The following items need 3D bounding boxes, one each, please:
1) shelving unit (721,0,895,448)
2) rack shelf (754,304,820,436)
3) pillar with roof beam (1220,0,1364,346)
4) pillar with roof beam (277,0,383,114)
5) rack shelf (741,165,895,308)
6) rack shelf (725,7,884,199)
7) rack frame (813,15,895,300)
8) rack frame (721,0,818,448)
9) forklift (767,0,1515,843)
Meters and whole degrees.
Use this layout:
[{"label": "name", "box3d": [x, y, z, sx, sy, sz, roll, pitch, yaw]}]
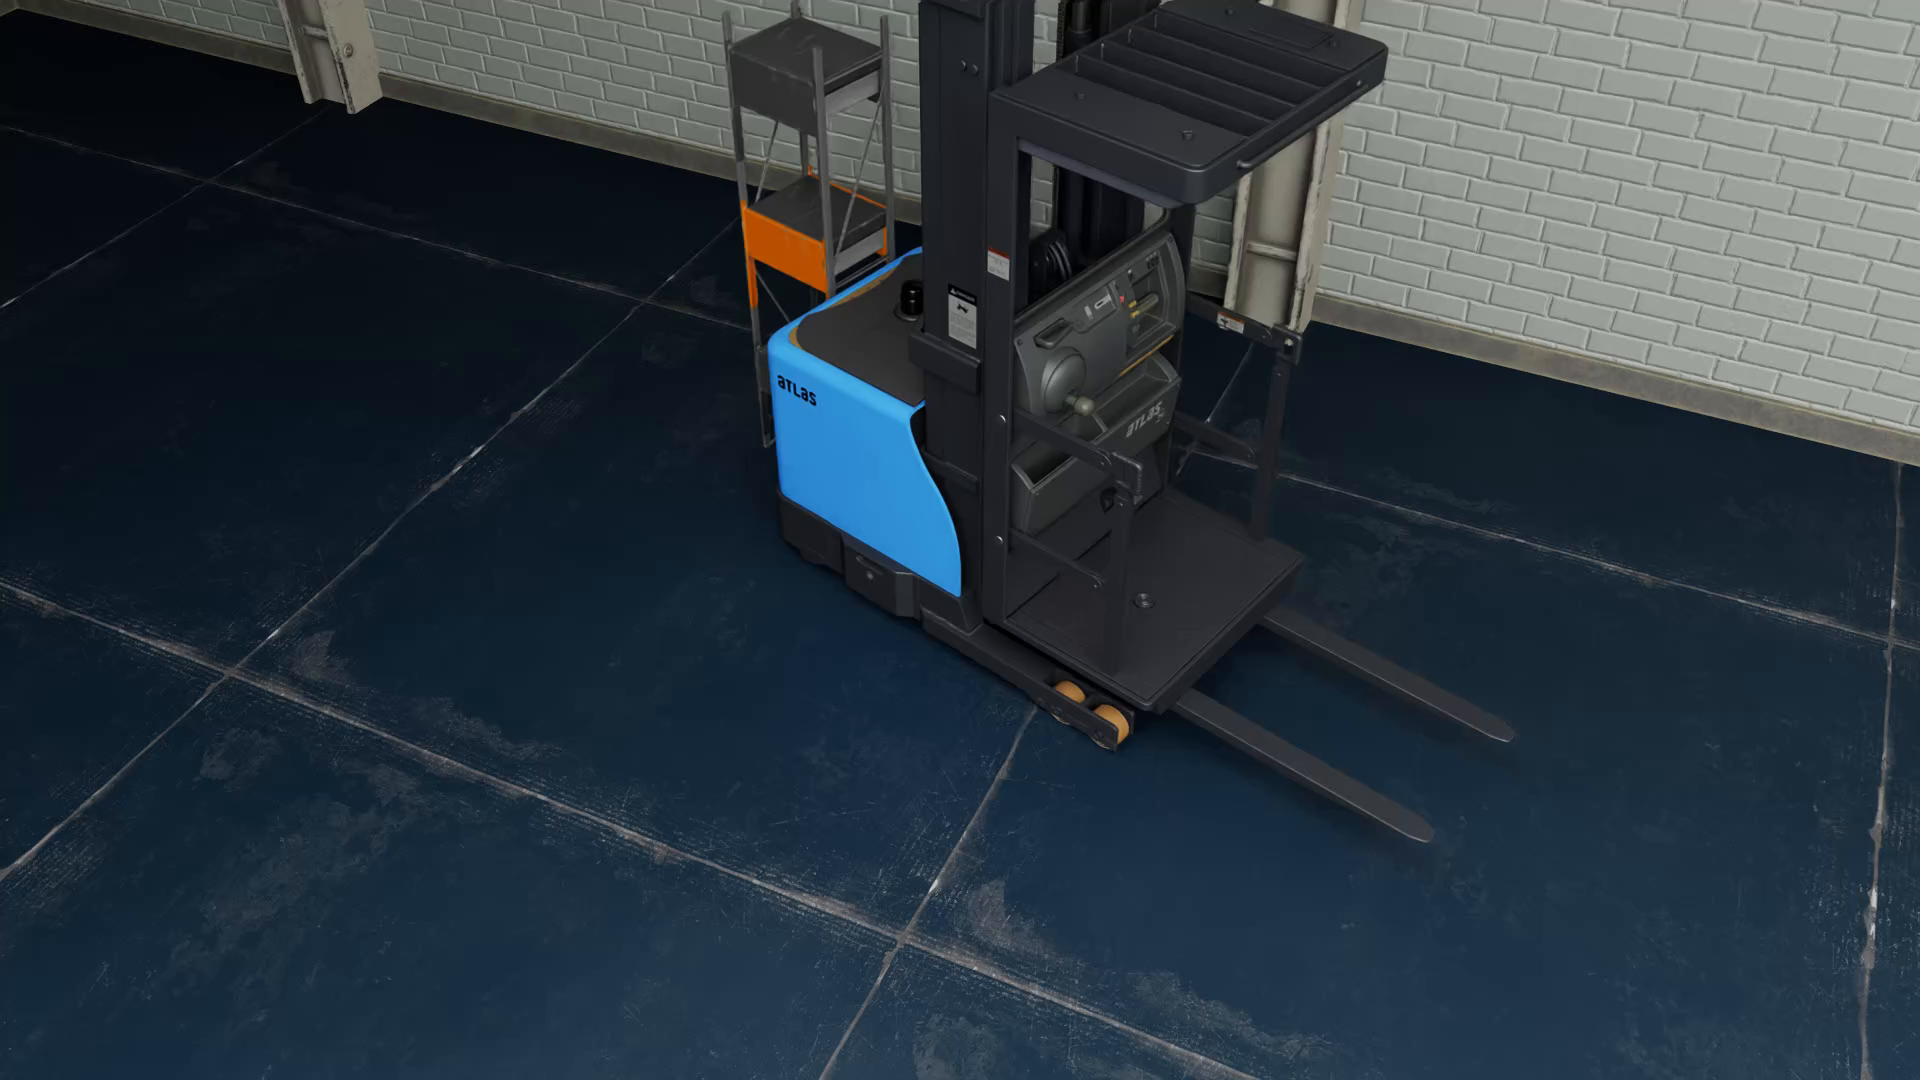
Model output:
[{"label": "shelving unit", "box3d": [-0.595, -1.219, 7.054, 0.503, 2.100, 0.431, 29, 49, 29]}, {"label": "rack shelf", "box3d": [-0.595, -0.680, 7.521, 0.480, 0.518, 0.431, 29, 49, 29]}, {"label": "pillar with roof beam", "box3d": [-0.248, -1.964, 2.645, 0.400, 9.000, 9.100, 17, 44, 19]}, {"label": "pillar with roof beam", "box3d": [-5.685, -3.626, 4.562, 0.400, 9.000, 9.100, 17, 44, 19]}, {"label": "rack shelf", "box3d": [-0.595, -1.209, 7.063, 0.480, 0.518, 0.431, 29, 49, 29]}, {"label": "rack shelf", "box3d": [-0.595, -1.738, 6.604, 0.480, 0.518, 0.431, 29, 49, 29]}, {"label": "rack frame", "box3d": [-0.409, -1.116, 6.934, 0.015, 2.100, 0.400, 29, 49, 29]}, {"label": "rack frame", "box3d": [-0.780, -1.323, 7.173, 0.015, 2.100, 0.400, 29, 49, 29]}, {"label": "forklift", "box3d": [0.670, -0.708, 5.829, 3.031, 2.935, 1.130, 29, 49, 29]}]
